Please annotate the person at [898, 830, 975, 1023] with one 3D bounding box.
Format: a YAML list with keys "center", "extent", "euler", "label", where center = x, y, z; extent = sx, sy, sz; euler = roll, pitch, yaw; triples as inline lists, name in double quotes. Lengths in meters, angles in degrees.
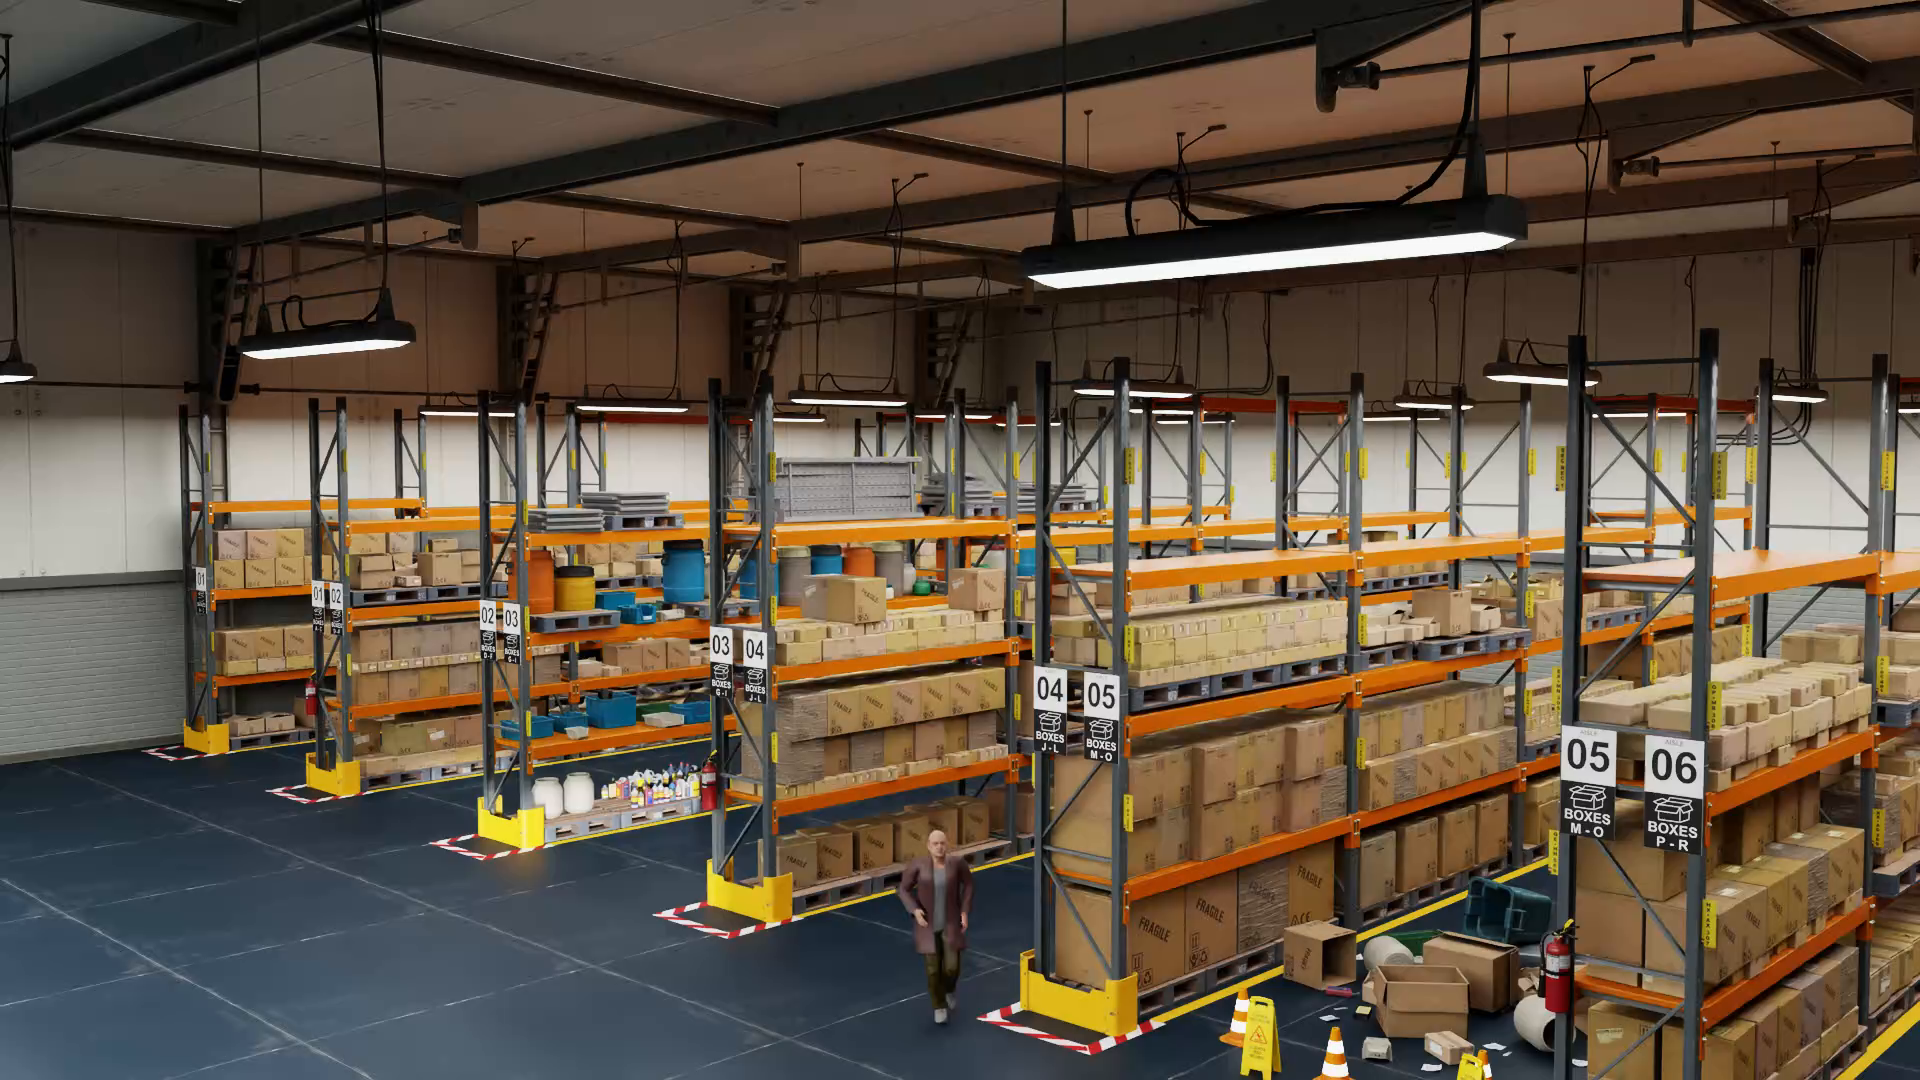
- center: [-0.207, 3.496, 15.094]
  extent: [0.715, 1.740, 0.633]
  euler: [0, 3, -4]
  label: "person"

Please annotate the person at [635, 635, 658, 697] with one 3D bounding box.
- center: [-6.245, 2.568, 32.815]
  extent: [0.691, 1.745, 0.659]
  euler: [2, 3, 28]
  label: "person"
